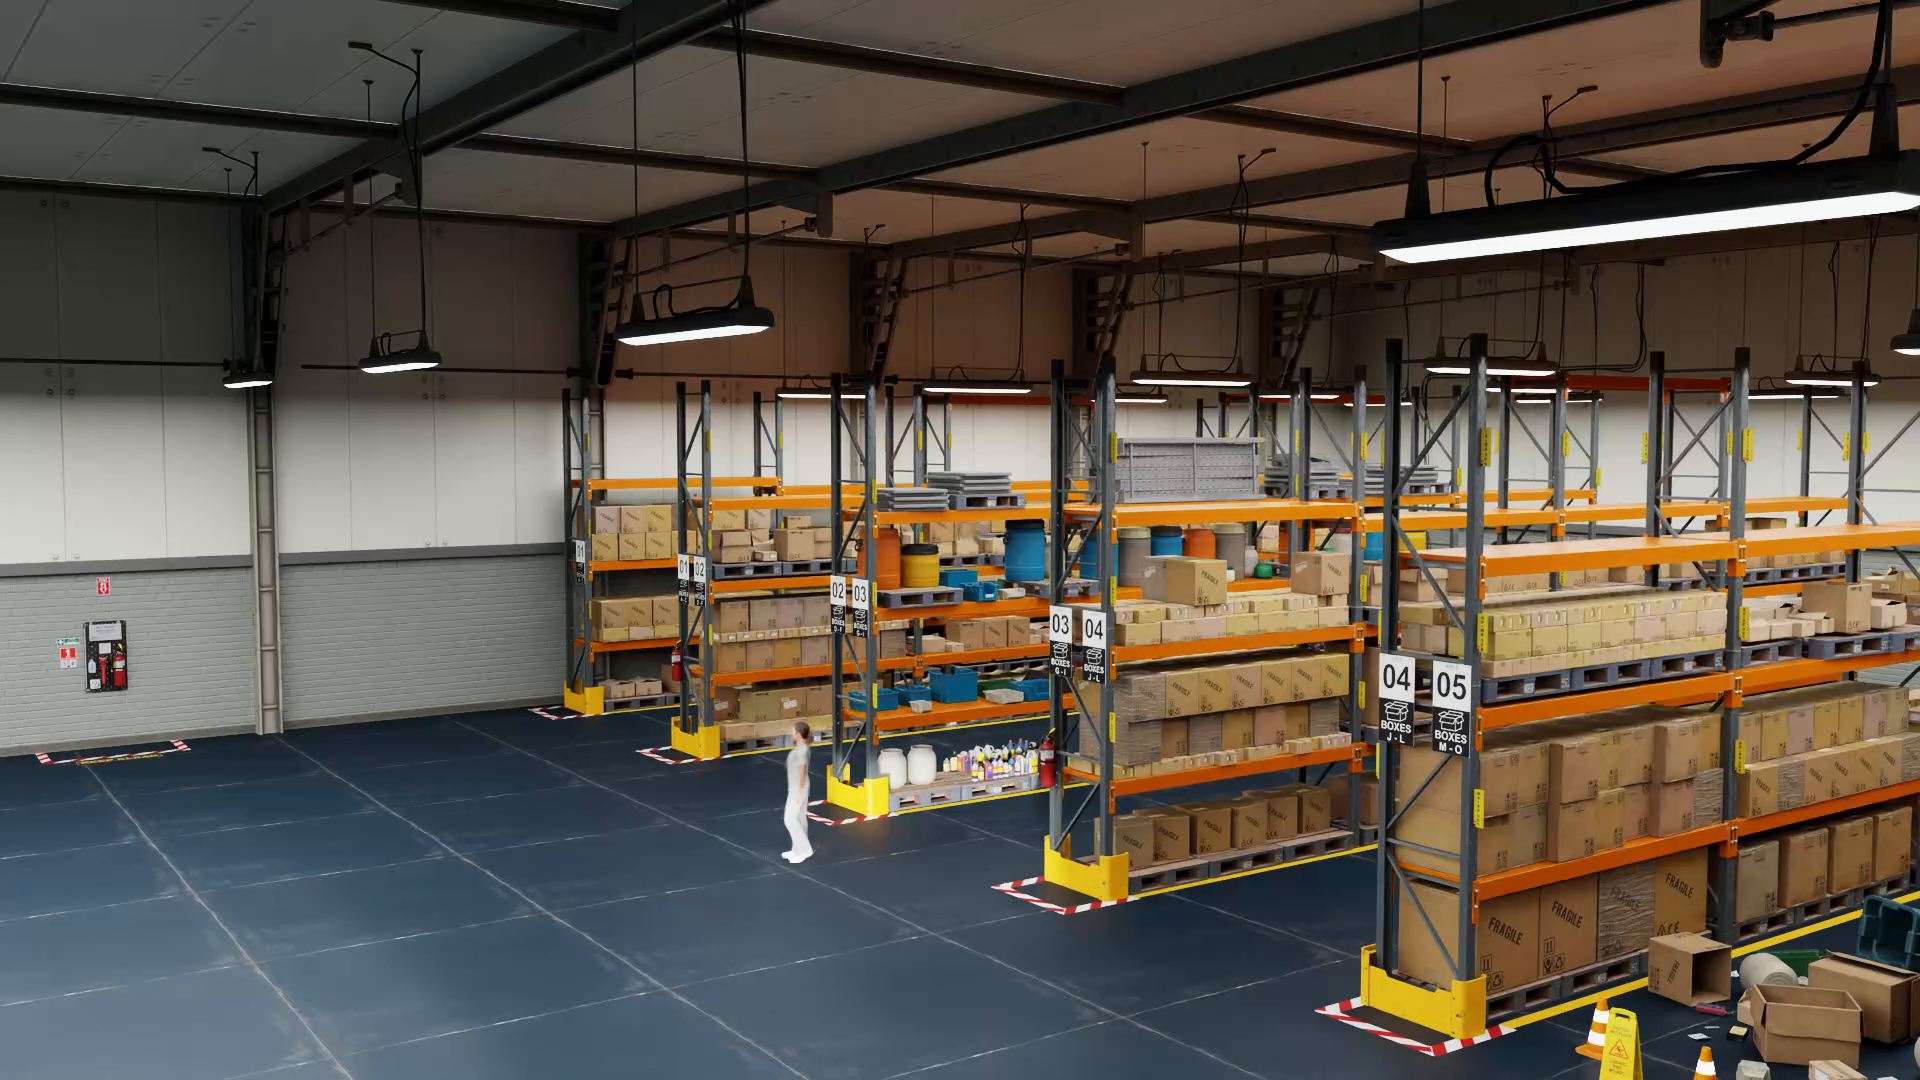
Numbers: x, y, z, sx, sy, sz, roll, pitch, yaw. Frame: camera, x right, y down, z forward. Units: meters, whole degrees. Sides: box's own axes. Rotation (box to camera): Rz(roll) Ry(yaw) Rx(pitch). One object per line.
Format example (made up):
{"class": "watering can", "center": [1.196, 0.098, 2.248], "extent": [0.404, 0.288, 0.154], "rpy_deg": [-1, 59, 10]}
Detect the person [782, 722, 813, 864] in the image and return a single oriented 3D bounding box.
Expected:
{"class": "person", "center": [-1.963, 3.035, 20.101], "extent": [0.388, 1.684, 0.477], "rpy_deg": [0, 4, -5]}
